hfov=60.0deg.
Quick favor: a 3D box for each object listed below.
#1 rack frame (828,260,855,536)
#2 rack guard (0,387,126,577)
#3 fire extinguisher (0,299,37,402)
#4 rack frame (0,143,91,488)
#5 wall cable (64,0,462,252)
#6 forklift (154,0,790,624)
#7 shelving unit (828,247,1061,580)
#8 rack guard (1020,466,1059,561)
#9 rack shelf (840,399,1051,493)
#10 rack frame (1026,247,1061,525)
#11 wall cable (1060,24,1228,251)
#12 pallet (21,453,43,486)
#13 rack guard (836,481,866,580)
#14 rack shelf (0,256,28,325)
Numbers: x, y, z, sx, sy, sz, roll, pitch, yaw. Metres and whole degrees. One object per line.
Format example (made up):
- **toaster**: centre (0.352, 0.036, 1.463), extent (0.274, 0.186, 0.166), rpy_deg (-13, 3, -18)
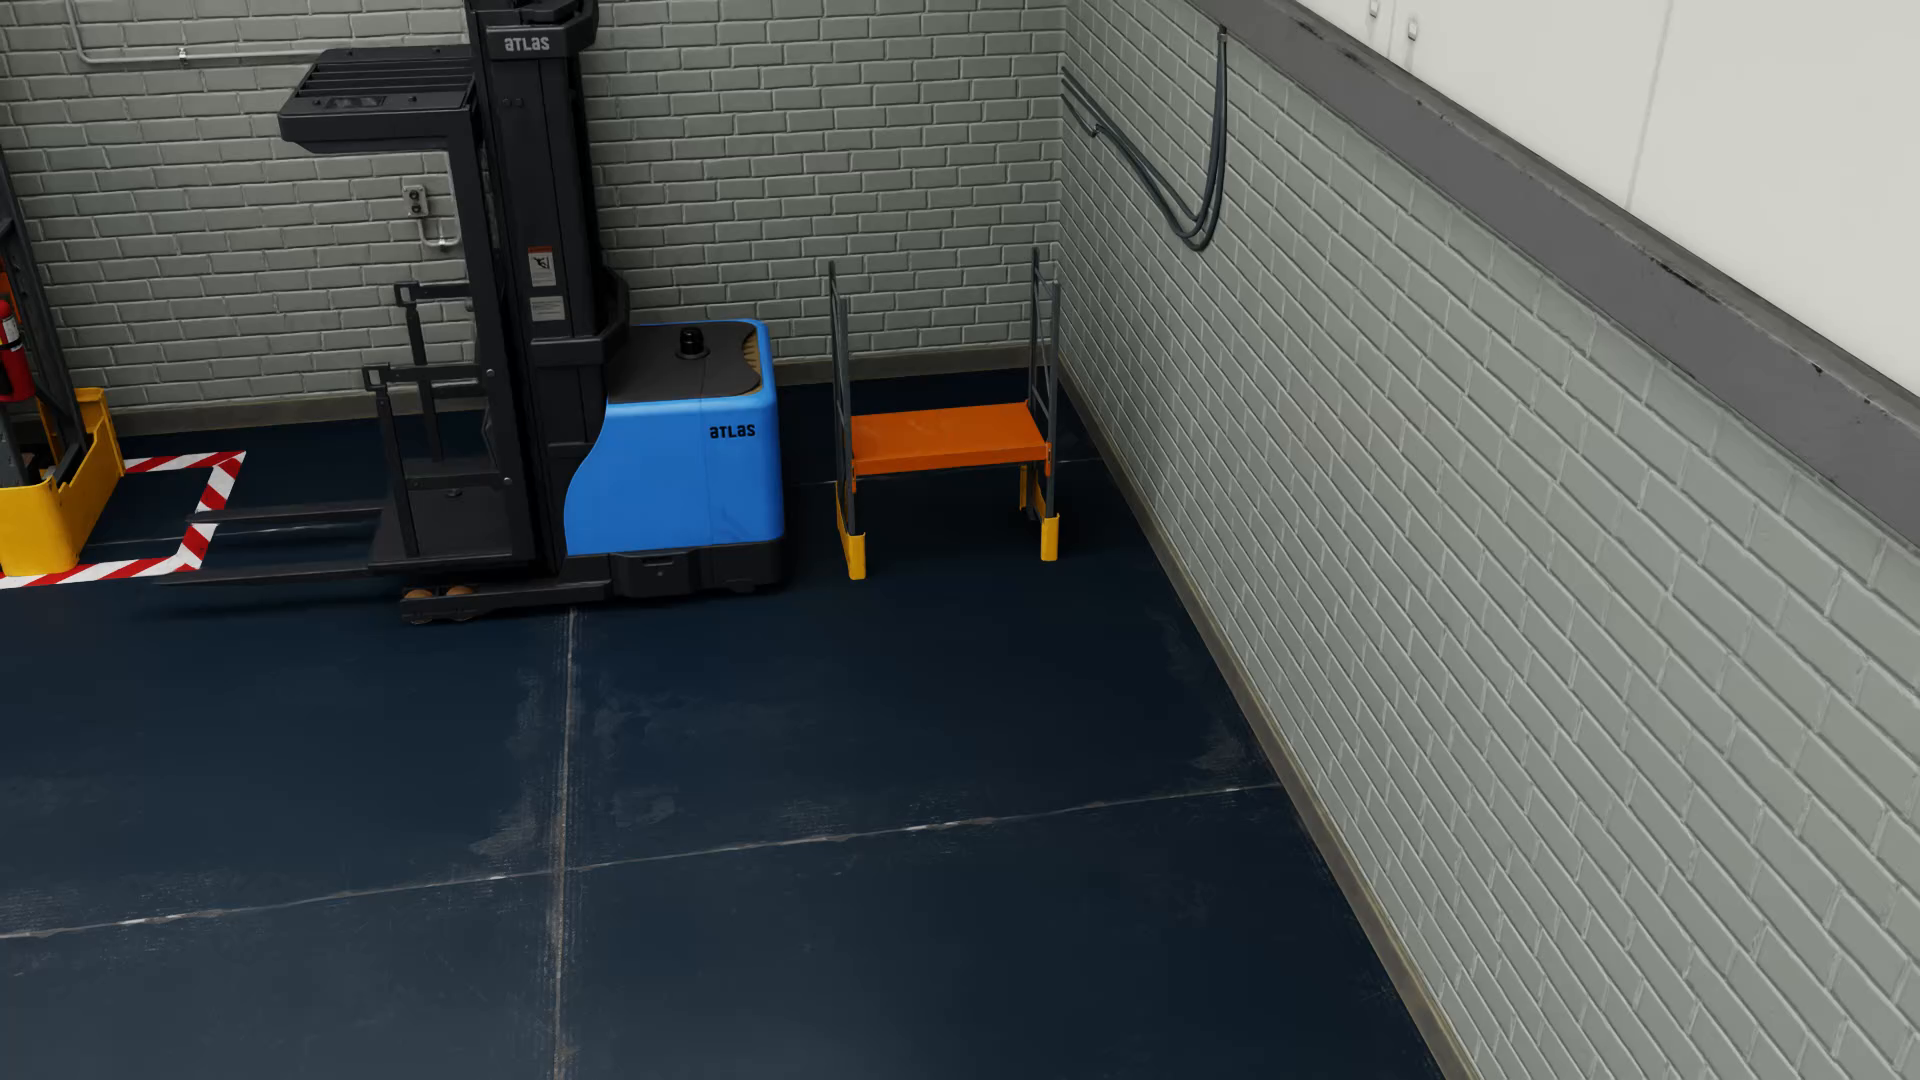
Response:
- **rack frame**: centre (-0.584, -0.592, 8.278), extent (0.032, 1.500, 0.500), rpy_deg (-5, 31, -9)
- **rack guard**: centre (-4.795, -0.329, 8.816), extent (0.348, 0.500, 1.175), rpy_deg (-5, 31, -9)
- **fire extinguisher**: centre (-4.587, -0.993, 7.924), extent (0.183, 0.674, 0.296), rpy_deg (-5, 31, -9)
- **rack frame**: centre (-4.818, -1.404, 8.178), extent (0.127, 3.000, 1.000), rpy_deg (-5, 31, -9)
- **wall cable**: centre (-3.729, -2.430, 8.922), extent (1.851, 1.984, 0.084), rpy_deg (-5, 31, -9)
- **forklift**: centre (-2.412, -1.143, 7.802), extent (3.031, 2.935, 1.130), rpy_deg (-4, 31, -7)
- **shelving unit**: centre (-0.075, -0.640, 8.358), extent (1.083, 1.500, 0.587), rpy_deg (-5, 31, -9)
- **rack guard**: centre (0.415, -0.146, 8.752), extent (0.087, 0.250, 0.587), rpy_deg (-5, 31, -9)
- **rack shelf**: centre (-0.084, -0.484, 8.448), extent (1.000, 0.185, 0.538), rpy_deg (-5, 31, -9)
- **rack frame**: centre (0.416, -0.685, 8.436), extent (0.032, 1.500, 0.500), rpy_deg (-5, 31, -9)
- **wall cable**: centre (0.810, -2.990, 8.020), extent (0.112, 2.526, 3.097), rpy_deg (-5, 31, -9)
- **pallet**: centre (-5.591, -0.090, 8.695), extent (1.213, 0.211, 1.003), rpy_deg (-5, 31, -9)
- **rack guard**: centre (-0.565, -0.055, 8.597), extent (0.087, 0.250, 0.587), rpy_deg (-5, 31, -9)
- **rack shelf**: centre (-6.785, -0.911, 8.050), extent (4.000, 0.370, 1.077), rpy_deg (-5, 31, -9)
